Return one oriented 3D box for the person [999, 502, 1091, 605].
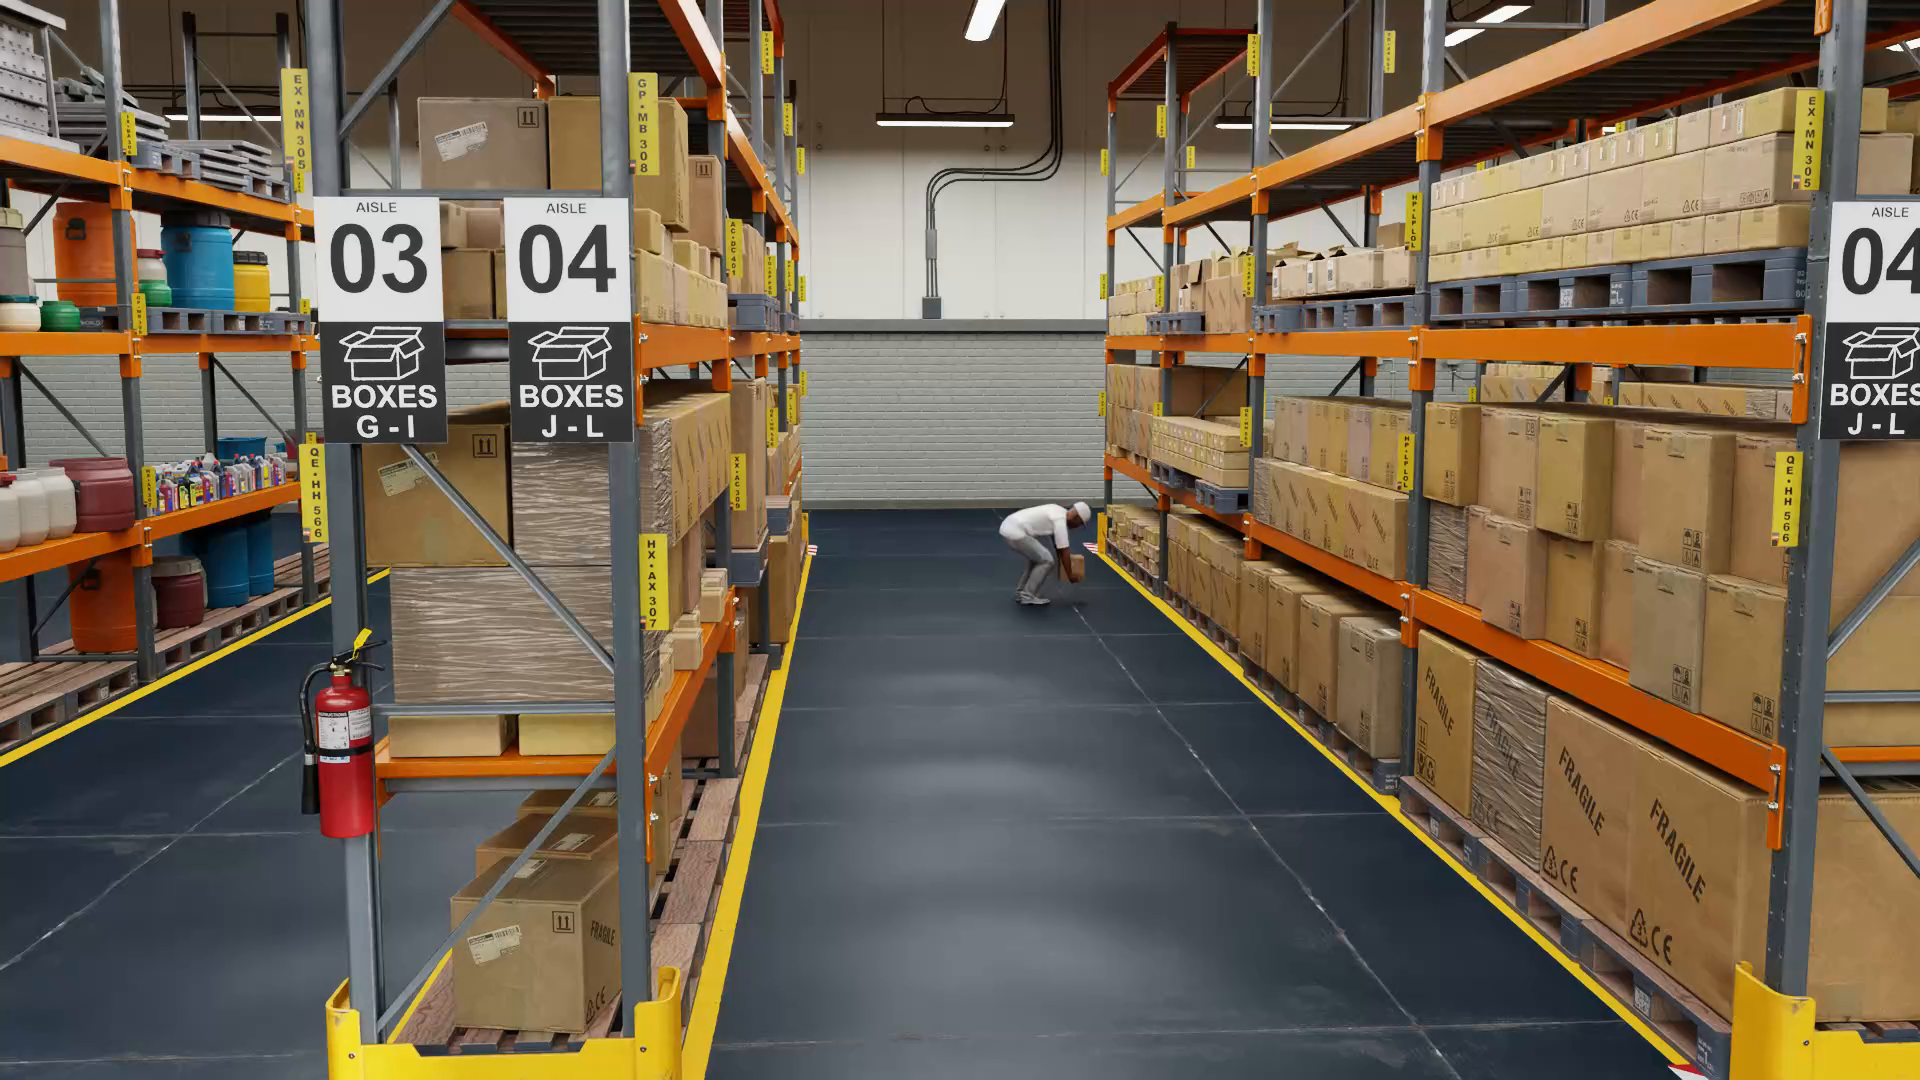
[{"bbox_3d":[0.900,0.133,17.509,0.965,1.059,0.512,-1,7,-6],"label":"person"}]
